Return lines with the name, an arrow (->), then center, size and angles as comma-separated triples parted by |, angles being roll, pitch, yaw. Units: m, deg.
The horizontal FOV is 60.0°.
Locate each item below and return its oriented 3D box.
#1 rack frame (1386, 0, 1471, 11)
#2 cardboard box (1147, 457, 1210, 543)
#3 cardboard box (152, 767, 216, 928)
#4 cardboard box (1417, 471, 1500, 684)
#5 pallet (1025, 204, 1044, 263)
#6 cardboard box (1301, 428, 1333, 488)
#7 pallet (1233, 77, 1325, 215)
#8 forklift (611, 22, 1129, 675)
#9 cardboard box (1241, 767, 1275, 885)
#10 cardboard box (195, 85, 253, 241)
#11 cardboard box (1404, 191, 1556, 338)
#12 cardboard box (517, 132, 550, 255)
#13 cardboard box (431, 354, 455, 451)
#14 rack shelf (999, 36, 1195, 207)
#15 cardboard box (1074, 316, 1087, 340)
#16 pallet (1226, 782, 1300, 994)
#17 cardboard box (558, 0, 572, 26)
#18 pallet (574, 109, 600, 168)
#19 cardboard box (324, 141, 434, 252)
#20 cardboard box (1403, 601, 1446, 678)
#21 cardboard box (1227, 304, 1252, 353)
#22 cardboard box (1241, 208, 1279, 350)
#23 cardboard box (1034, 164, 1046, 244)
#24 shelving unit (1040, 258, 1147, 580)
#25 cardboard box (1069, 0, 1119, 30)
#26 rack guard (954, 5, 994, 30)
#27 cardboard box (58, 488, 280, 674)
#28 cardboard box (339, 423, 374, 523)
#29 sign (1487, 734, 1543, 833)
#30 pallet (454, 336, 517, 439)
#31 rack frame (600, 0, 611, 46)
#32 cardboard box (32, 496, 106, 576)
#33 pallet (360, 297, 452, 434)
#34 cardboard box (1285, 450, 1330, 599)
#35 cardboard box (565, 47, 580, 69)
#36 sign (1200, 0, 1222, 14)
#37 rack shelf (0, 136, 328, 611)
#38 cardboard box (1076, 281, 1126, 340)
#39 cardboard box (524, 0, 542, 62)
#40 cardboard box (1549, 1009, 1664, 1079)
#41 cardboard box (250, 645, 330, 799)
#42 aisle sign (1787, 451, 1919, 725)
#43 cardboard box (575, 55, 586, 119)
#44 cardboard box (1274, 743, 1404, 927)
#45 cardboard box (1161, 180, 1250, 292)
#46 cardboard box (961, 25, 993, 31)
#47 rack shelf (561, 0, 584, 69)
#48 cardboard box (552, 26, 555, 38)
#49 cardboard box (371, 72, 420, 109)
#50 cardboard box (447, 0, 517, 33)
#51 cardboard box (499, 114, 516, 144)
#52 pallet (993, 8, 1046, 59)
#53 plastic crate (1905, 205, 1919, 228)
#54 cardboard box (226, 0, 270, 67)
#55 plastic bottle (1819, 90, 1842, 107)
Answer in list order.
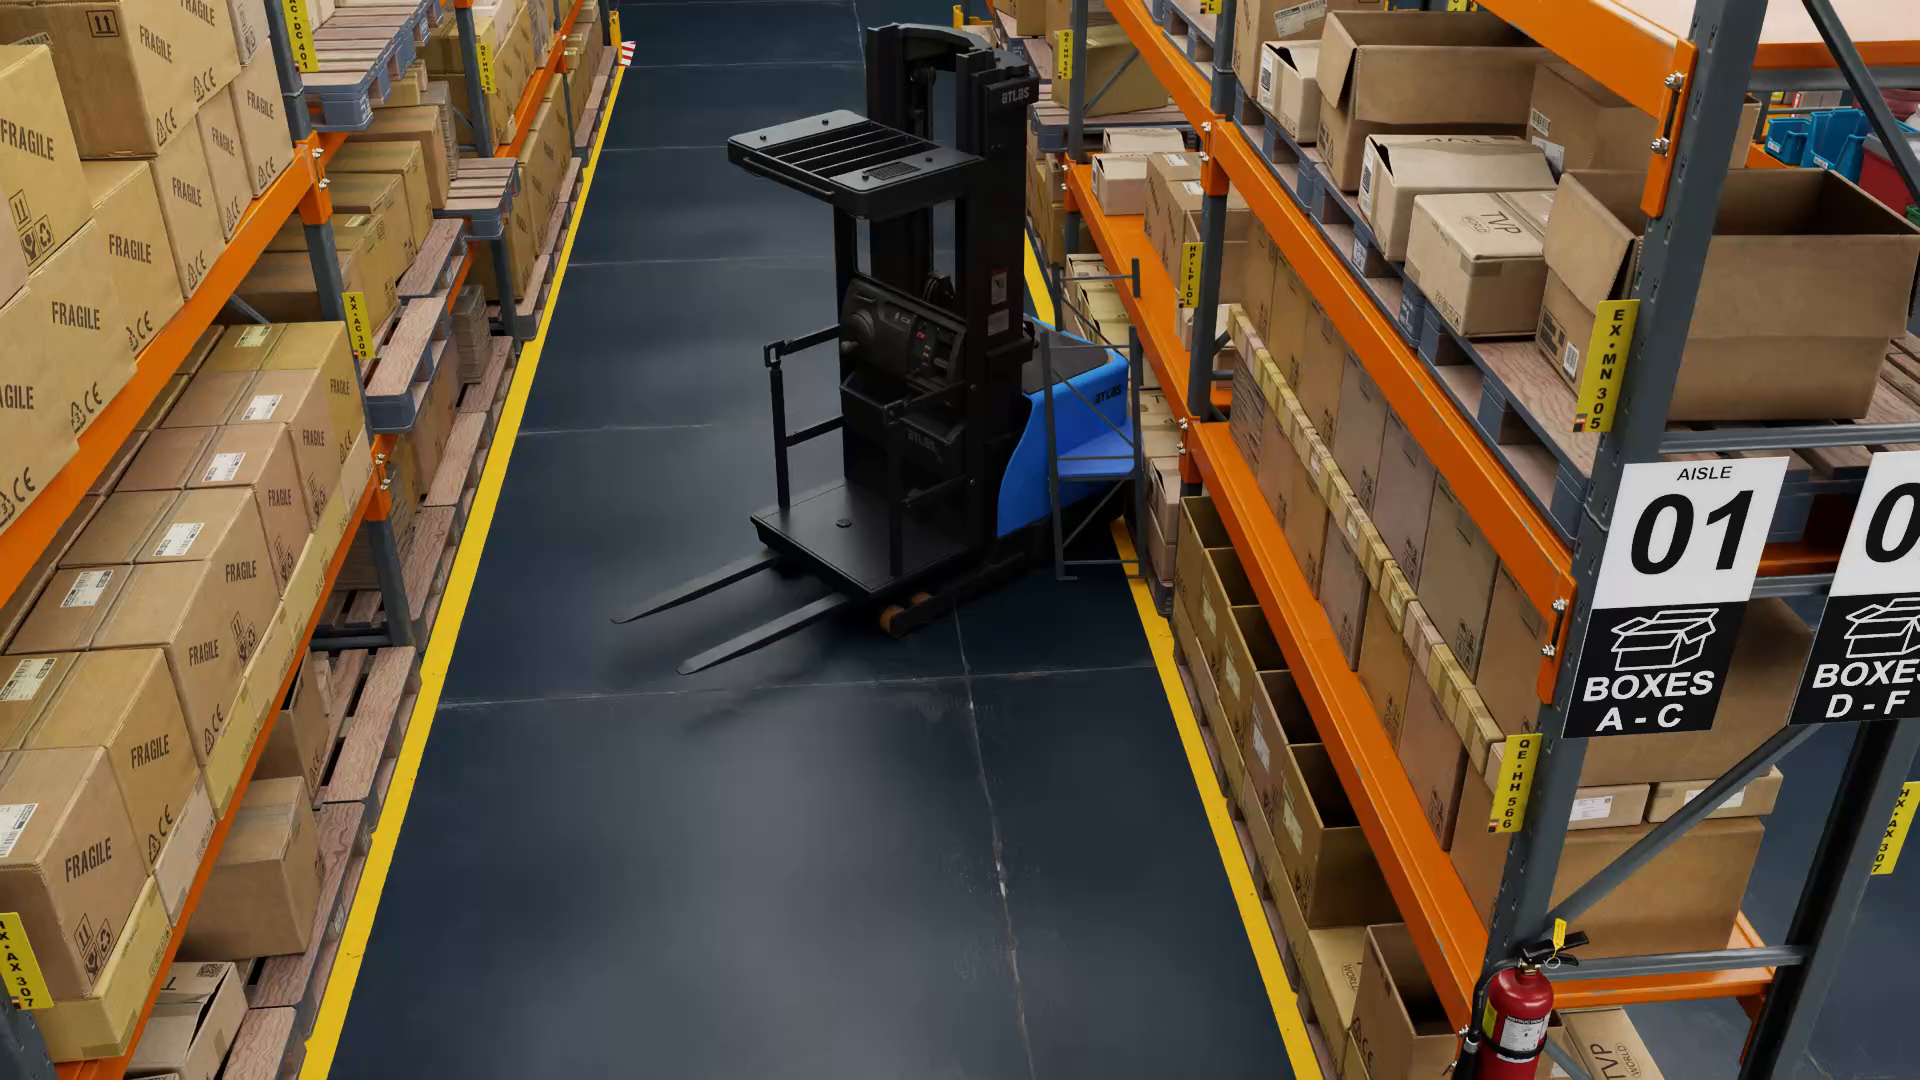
rack frame -> 5.444, -7.180, 18.846 | 1.000, 3.000, 0.127 | -3, 31, -5
cardboard box -> 1.310, -0.252, 8.971 | 0.500, 0.311, 0.500 | -3, 31, -5
cardboard box -> -2.717, 0.990, 5.293 | 0.500, 0.250, 0.500 | -4, 31, -6
cardboard box -> 1.917, 0.090, 5.311 | 0.700, 0.500, 0.500 | -4, 31, -6
pallet -> 1.116, -2.668, 14.010 | 1.003, 0.211, 1.213 | -3, 31, -5
cardboard box -> 1.590, -0.335, 6.656 | 0.380, 0.149, 0.250 | -4, 31, -6
pallet -> 1.739, -1.634, 6.721 | 1.003, 0.211, 1.213 | -3, 31, -5
forklift -> -0.465, -1.046, 8.643 | 3.031, 2.935, 1.130 | -25, 39, -35
cardboard box -> 1.511, 1.199, 7.089 | 0.500, 0.250, 0.500 | -3, 31, -5
cardboard box -> -2.971, -1.413, 6.149 | 0.500, 0.500, 0.500 | -5, 31, -9
cardboard box -> 1.637, -0.815, 4.864 | 0.500, 0.250, 0.500 | -3, 31, -5
cardboard box -> -3.686, -2.708, 13.045 | 0.750, 0.750, 0.750 | -3, 31, -5
cardboard box -> -3.546, -0.851, 10.258 | 0.700, 0.500, 0.500 | -3, 31, -5
rack shelf -> 1.073, -3.573, 13.507 | 1.077, 0.370, 4.000 | -3, 31, -5
cardboard box -> 1.064, -1.322, 11.310 | 0.500, 0.250, 0.500 | -4, 31, -6
pallet -> 1.783, 1.411, 7.181 | 1.003, 0.211, 1.213 | -3, 31, -5
cardboard box -> -4.080, -5.070, 15.020 | 0.980, 0.700, 0.700 | -2, 31, -4
pallet -> -4.039, -3.858, 16.003 | 1.003, 0.211, 1.213 | -3, 31, -5
cardboard box -> -3.480, -1.978, 9.610 | 0.700, 0.500, 0.500 | -3, 31, -5
cardboard box -> 1.710, 0.324, 5.552 | 0.380, 0.149, 0.250 | -2, 31, -4
cardboard box -> 1.465, -0.993, 7.757 | 0.380, 0.149, 0.250 | -3, 31, -5
cardboard box -> 1.681, -1.192, 7.457 | 0.700, 0.500, 0.500 | -3, 31, -4
cardboard box -> 0.890, -2.706, 13.365 | 0.500, 0.500, 0.500 | -4, 31, -6
shelving unit -> 0.782, -0.690, 9.402 | 0.538, 1.500, 1.048 | -1, 29, 8
cardboard box -> 1.193, -3.876, 12.806 | 0.700, 0.500, 0.500 | 3, 31, 5
rack guard -> 0.519, -5.833, 19.028 | 1.175, 0.500, 0.348 | -3, 31, -5
cardboard box -> -2.808, 0.159, 5.954 | 0.500, 0.500, 0.500 | -2, 31, -3
cardboard box -> -2.952, -0.296, 7.447 | 0.500, 0.250, 0.500 | -3, 31, -4
sign -> 1.465, 0.644, 4.386 | 0.100, 0.325, 0.005 | -3, 31, -5
pallet -> -3.601, -1.025, 11.260 | 1.003, 0.211, 1.213 | -3, 31, -5
rack frame -> -4.420, -6.705, 18.051 | 1.000, 3.000, 0.127 | -3, 31, -5
cardboard box -> -3.317, 0.188, 5.905 | 0.500, 0.500, 0.500 | -2, 31, -4
pallet -> -3.225, -0.894, 8.508 | 1.003, 0.211, 1.213 | -3, 31, -5
cardboard box -> 1.780, -0.109, 6.911 | 0.700, 0.500, 0.500 | -2, 31, -4
cardboard box -> -3.864, -4.619, 15.954 | 0.380, 0.149, 0.250 | -2, 31, -3
sign -> 1.094, -2.432, 7.160 | 0.100, 0.325, 0.005 | -3, 31, -5
rack shelf -> -3.112, -0.537, 5.500 | 1.077, 0.370, 4.000 | -3, 31, -5
cardboard box -> 1.073, -1.552, 11.148 | 0.500, 0.311, 0.500 | -3, 31, -6
cardboard box -> -3.656, -4.102, 13.285 | 0.500, 0.500, 0.500 | -3, 31, -4
cardboard box -> 2.178, 1.940, 5.849 | 0.500, 0.250, 0.500 | -3, 31, -5
cardboard box -> -3.162, 0.833, 7.438 | 0.500, 0.500, 0.500 | -5, 31, -8
aisle sign -> 2.318, 0.127, 4.077 | 0.394, 0.787, 0.004 | -3, 31, -5
cardboard box -> -4.057, -4.414, 16.242 | 0.700, 0.500, 0.500 | -3, 31, -5
cardboard box -> 1.552, 1.133, 6.469 | 0.500, 0.500, 0.500 | -3, 31, -5
cardboard box -> 1.482, -1.779, 9.705 | 0.500, 0.500, 0.500 | -3, 31, -5
cardboard box -> 0.209, -5.679, 18.684 | 0.380, 0.149, 0.250 | -3, 31, -5
rack shelf -> -4.233, -5.375, 16.526 | 1.077, 0.370, 4.000 | -3, 31, -5
cardboard box -> -3.732, -4.405, 14.425 | 0.380, 0.149, 0.250 | -2, 31, -4
cardboard box -> -3.565, -2.793, 10.342 | 0.380, 0.149, 0.250 | -8, 32, -13
cardboard box -> -3.560, -3.896, 12.209 | 0.500, 0.250, 0.500 | -3, 31, -4
cardboard box -> -3.428, -2.970, 12.022 | 0.380, 0.149, 0.250 | -2, 31, -3
pallet -> 0.852, -4.407, 14.390 | 1.003, 0.211, 1.213 | -3, 31, -5
plastic crate -> 6.121, -1.838, 10.109 | 0.450, 0.188, 0.662 | -3, 31, -5
cardboard box -> -2.982, -2.105, 6.331 | 0.500, 0.500, 0.500 | -5, 31, -9
plastic bottle -> 6.473, -3.279, 12.435 | 0.152, 0.276, 0.135 | -3, 31, -5
